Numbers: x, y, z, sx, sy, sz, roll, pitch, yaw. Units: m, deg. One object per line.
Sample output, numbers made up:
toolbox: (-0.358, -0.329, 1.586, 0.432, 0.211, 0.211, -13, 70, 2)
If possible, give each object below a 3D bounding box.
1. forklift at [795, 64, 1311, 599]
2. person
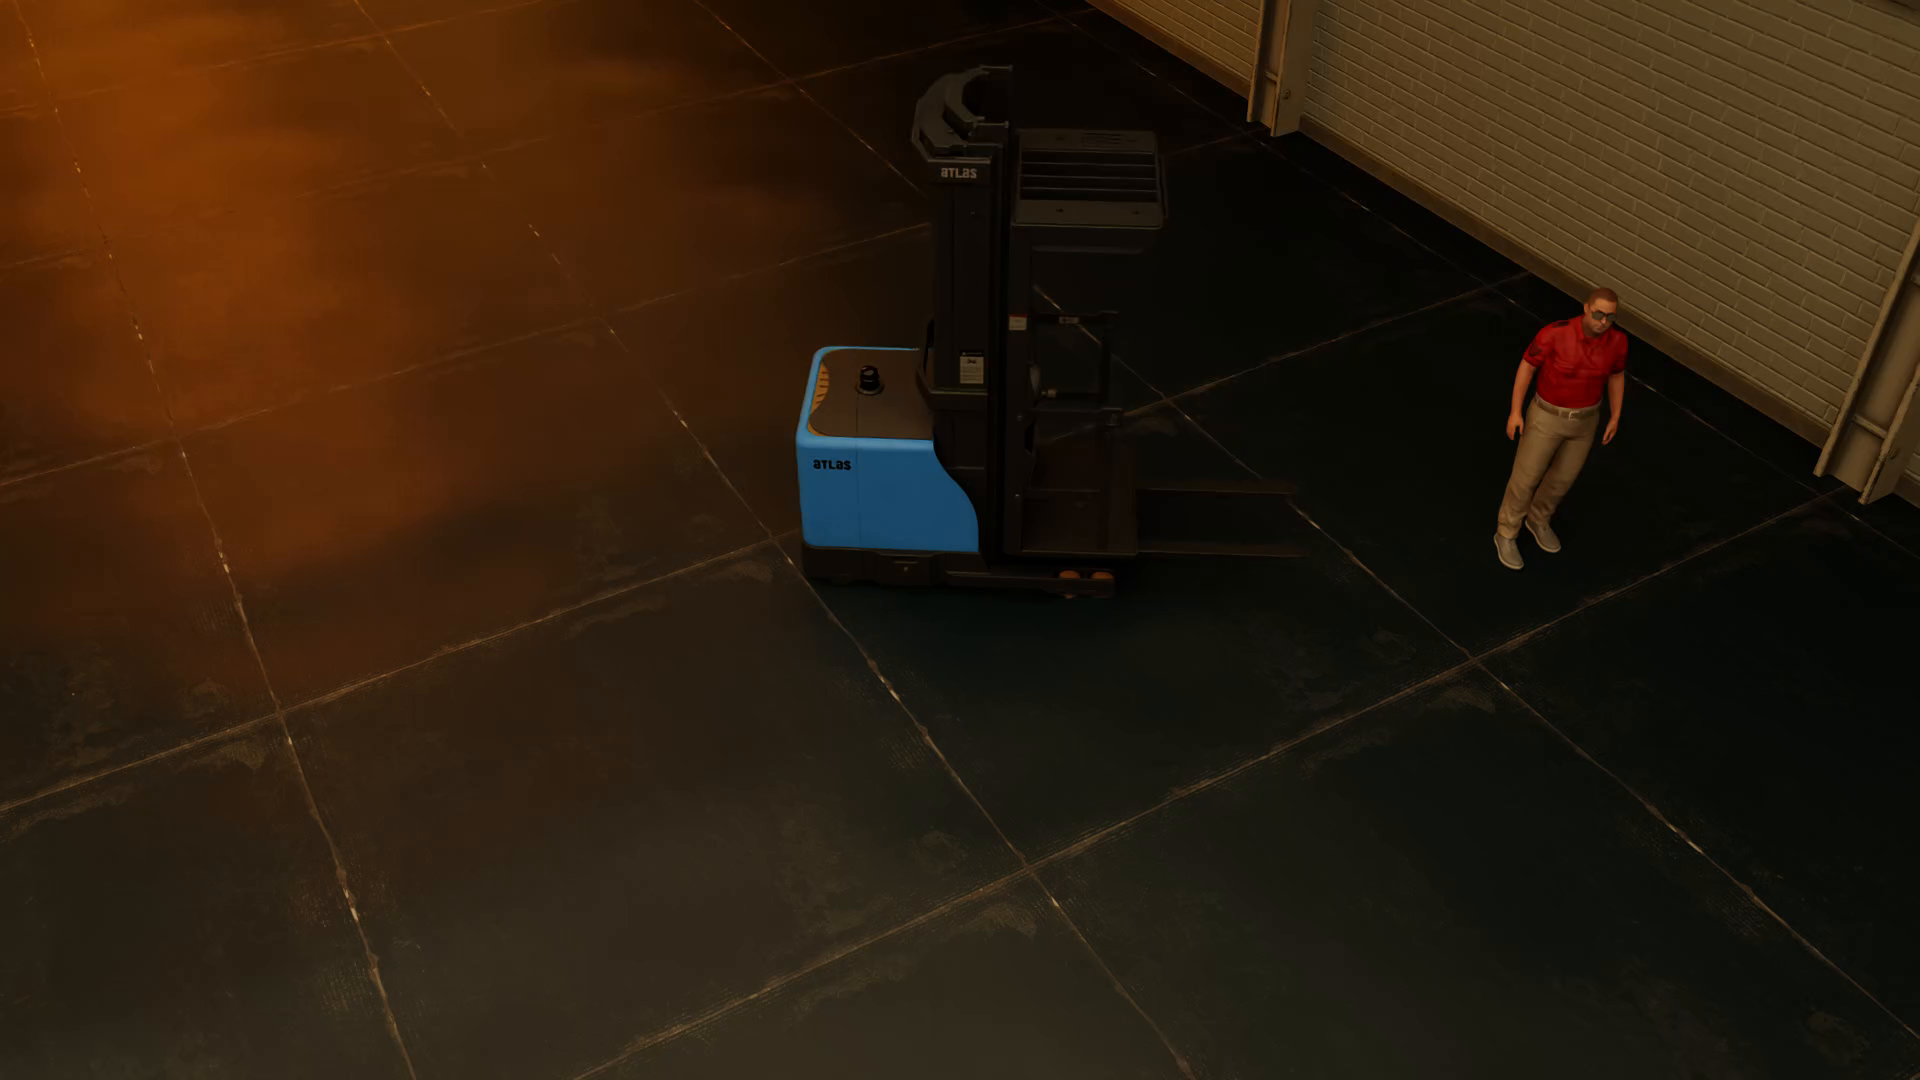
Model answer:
forklift: (0.588, -1.127, 9.395, 3.031, 2.935, 1.130, 2, 40, 2)
person: (3.566, -0.653, 9.763, 0.677, 1.731, 0.544, -3, 40, -4)
